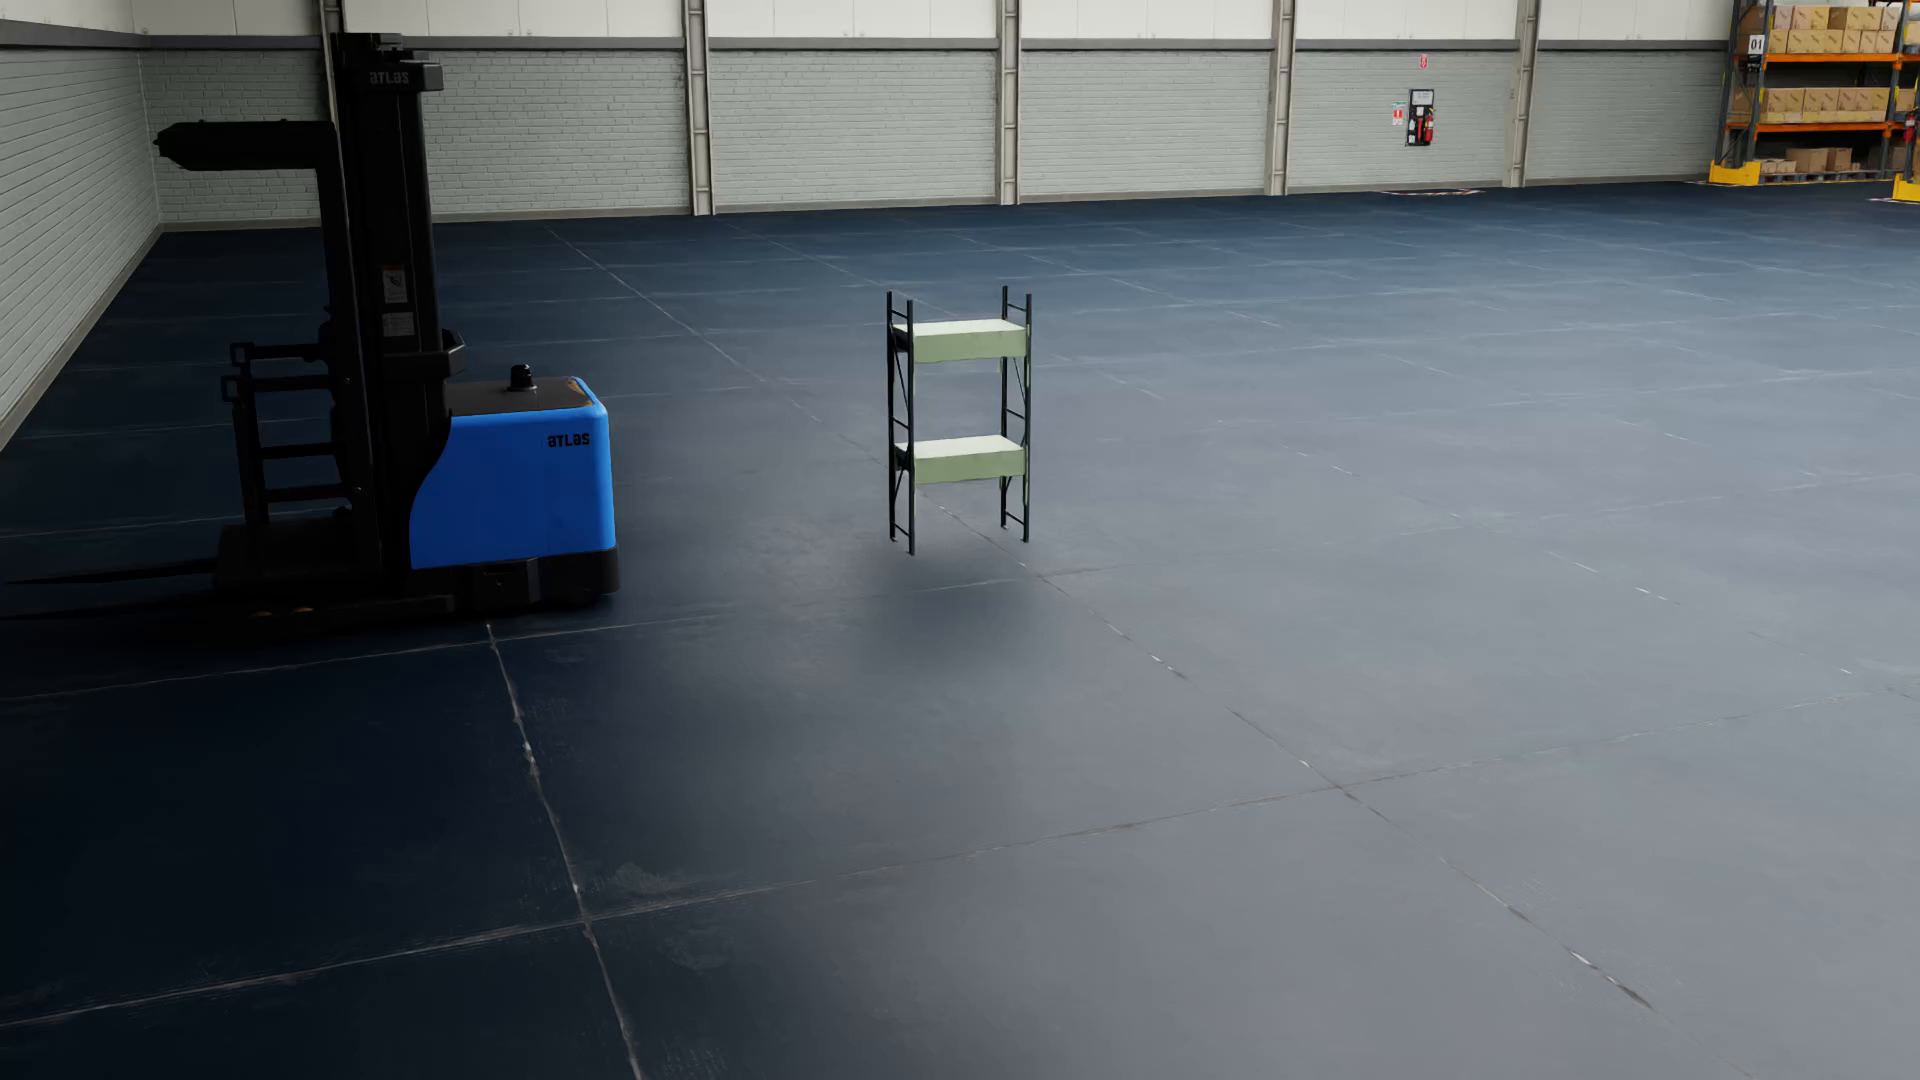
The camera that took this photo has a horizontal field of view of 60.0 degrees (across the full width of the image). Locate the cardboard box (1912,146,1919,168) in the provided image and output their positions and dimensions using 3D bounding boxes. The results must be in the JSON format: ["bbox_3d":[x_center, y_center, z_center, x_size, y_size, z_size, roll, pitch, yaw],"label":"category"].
[{"bbox_3d":[22.266,-9.051,39.253,0.500,0.500,0.700,-7,18,-21],"label":"cardboard box"}]

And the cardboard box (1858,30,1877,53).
[{"bbox_3d":[20.261,-11.229,37.476,0.500,0.500,0.500,-8,18,-25],"label":"cardboard box"}]

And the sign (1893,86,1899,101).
[{"bbox_3d":[21.322,-10.169,37.867,0.005,0.325,0.100,-6,17,-20],"label":"sign"}]

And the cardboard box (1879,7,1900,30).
[{"bbox_3d":[20.750,-11.750,37.477,0.500,0.500,0.500,-8,18,-25],"label":"cardboard box"}]

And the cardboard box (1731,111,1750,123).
[{"bbox_3d":[17.752,-9.528,37.452,0.500,0.250,0.500,-6,17,-19],"label":"cardboard box"}]

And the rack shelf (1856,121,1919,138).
[{"bbox_3d":[22.988,-9.752,39.261,4.000,0.370,1.077,-6,17,-20],"label":"rack shelf"}]

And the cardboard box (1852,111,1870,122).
[{"bbox_3d":[20.318,-9.658,37.893,0.500,0.250,0.500,-6,17,-20],"label":"cardboard box"}]

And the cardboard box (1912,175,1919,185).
[{"bbox_3d":[19.556,-7.204,33.440,0.500,0.250,0.500,-6,17,-20],"label":"cardboard box"}]

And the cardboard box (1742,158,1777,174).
[{"bbox_3d":[18.064,-8.460,37.573,0.500,0.311,0.500,-8,18,-26],"label":"cardboard box"}]

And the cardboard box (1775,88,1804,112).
[{"bbox_3d":[18.404,-9.806,37.068,0.500,0.500,0.500,-6,17,-20],"label":"cardboard box"}]

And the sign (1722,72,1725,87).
[{"bbox_3d":[17.205,-10.348,37.396,0.005,0.325,0.100,-6,17,-20],"label":"sign"}]

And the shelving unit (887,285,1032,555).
[{"bbox_3d":[-0.006,-0.719,9.885,0.755,1.500,0.431,-6,17,-20],"label":"shelving unit"}]

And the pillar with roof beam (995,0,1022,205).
[{"bbox_3d":[2.462,-9.722,27.233,0.400,9.000,9.100,-6,17,-20],"label":"pillar with roof beam"}]

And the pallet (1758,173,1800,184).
[{"bbox_3d":[18.228,-8.235,37.766,1.213,0.211,1.003,-6,17,-20],"label":"pallet"}]

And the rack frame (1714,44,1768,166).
[{"bbox_3d":[17.385,-9.492,37.099,0.127,3.000,1.000,-6,17,-20],"label":"rack frame"}]

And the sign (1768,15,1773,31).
[{"bbox_3d":[17.580,-11.208,36.068,0.005,0.325,0.100,-6,17,-20],"label":"sign"}]

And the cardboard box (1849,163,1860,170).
[{"bbox_3d":[20.632,-8.686,38.599,0.250,0.166,0.380,-9,18,-27],"label":"cardboard box"}]

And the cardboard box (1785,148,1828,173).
[{"bbox_3d":[19.299,-8.669,37.949,0.500,0.500,0.700,-7,18,-24],"label":"cardboard box"}]

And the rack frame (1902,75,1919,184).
[{"bbox_3d":[19.161,-8.190,32.662,0.127,3.000,1.000,-6,17,-20],"label":"rack frame"}]

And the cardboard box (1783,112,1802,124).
[{"bbox_3d":[18.434,-9.452,37.192,0.500,0.250,0.500,-7,18,-22],"label":"cardboard box"}]

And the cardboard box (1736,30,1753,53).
[{"bbox_3d":[17.684,-11.098,37.030,0.500,0.500,0.500,-5,17,-16],"label":"cardboard box"}]

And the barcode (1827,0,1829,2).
[{"bbox_3d":[19.669,-12.219,37.691,0.075,0.075,0.001,-6,17,-20],"label":"barcode"}]

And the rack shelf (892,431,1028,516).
[{"bbox_3d":[-0.006,-0.406,9.976,0.720,0.370,0.431,-6,17,-20],"label":"rack shelf"}]

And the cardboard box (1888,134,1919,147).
[{"bbox_3d":[22.212,-9.391,39.079,0.500,0.250,0.500,-7,18,-21],"label":"cardboard box"}]

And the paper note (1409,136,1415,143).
[{"bbox_3d":[9.615,-8.524,35.366,0.142,0.148,0.016,-6,17,-20],"label":"paper note"}]

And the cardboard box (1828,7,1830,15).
[{"bbox_3d":[19.141,-11.732,37.414,0.500,0.500,0.500,-6,17,-20],"label":"cardboard box"}]

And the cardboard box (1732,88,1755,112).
[{"bbox_3d":[17.749,-9.893,37.364,0.500,0.500,0.500,-6,18,-21],"label":"cardboard box"}]

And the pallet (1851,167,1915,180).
[{"bbox_3d":[21.847,-8.637,39.134,1.213,0.211,1.003,-6,17,-20],"label":"pallet"}]

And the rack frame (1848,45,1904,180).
[{"bbox_3d":[21.120,-9.896,38.473,0.127,3.000,1.000,-6,17,-20],"label":"rack frame"}]

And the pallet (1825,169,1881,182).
[{"bbox_3d":[20.506,-8.481,38.603,1.213,0.211,1.003,-6,17,-20],"label":"pallet"}]

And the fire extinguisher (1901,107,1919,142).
[{"bbox_3d":[18.885,-8.263,33.049,0.183,0.674,0.296,-6,17,-20],"label":"fire extinguisher"}]

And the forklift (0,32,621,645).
[{"bbox_3d":[-3.401,-1.049,8.467,3.031,2.935,1.130,-6,17,-20],"label":"forklift"}]

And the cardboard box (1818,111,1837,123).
[{"bbox_3d":[19.385,-9.552,37.533,0.500,0.250,0.500,-6,17,-20],"label":"cardboard box"}]

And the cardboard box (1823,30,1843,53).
[{"bbox_3d":[19.277,-11.115,37.088,0.500,0.500,0.500,-5,17,-17],"label":"cardboard box"}]

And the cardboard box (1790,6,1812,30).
[{"bbox_3d":[18.318,-11.481,36.561,0.500,0.500,0.500,-6,18,-21],"label":"cardboard box"}]

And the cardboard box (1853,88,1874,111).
[{"bbox_3d":[20.326,-10.012,37.770,0.500,0.500,0.500,-6,17,-20],"label":"cardboard box"}]

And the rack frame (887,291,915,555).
[{"bbox_3d":[-0.348,-0.682,9.759,0.023,1.500,0.400,-6,17,-20],"label":"rack frame"}]

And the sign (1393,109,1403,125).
[{"bbox_3d":[9.252,-8.935,35.138,0.234,0.329,0.001,-6,17,-20],"label":"sign"}]

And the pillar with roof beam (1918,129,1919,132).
[{"bbox_3d":[24.873,-12.141,35.472,0.400,9.000,9.100,-6,17,-20],"label":"pillar with roof beam"}]

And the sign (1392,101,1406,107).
[{"bbox_3d":[9.260,-9.188,35.057,0.331,0.109,0.001,-6,17,-20],"label":"sign"}]

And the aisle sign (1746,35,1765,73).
[{"bbox_3d":[17.425,-10.654,36.440,0.004,0.787,0.394,-6,17,-20],"label":"aisle sign"}]

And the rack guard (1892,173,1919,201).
[{"bbox_3d":[19.139,-6.988,33.006,0.348,0.500,1.175,-6,17,-20],"label":"rack guard"}]

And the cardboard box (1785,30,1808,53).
[{"bbox_3d":[18.301,-11.002,36.703,0.500,0.500,0.500,-5,17,-16],"label":"cardboard box"}]

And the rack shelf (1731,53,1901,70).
[{"bbox_3d":[19.253,-10.788,37.465,4.000,0.370,1.077,-6,17,-20],"label":"rack shelf"}]

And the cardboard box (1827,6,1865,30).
[{"bbox_3d":[19.758,-11.637,37.091,0.500,0.500,0.500,-7,18,-22],"label":"cardboard box"}]

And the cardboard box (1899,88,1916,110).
[{"bbox_3d":[22.132,-10.252,38.726,0.500,0.500,0.700,-4,17,-14],"label":"cardboard box"}]

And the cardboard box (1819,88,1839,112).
[{"bbox_3d":[19.366,-9.912,37.427,0.500,0.500,0.500,-6,17,-18],"label":"cardboard box"}]

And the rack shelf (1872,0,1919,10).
[{"bbox_3d":[22.988,-12.439,38.472,4.000,0.370,1.077,-6,17,-20],"label":"rack shelf"}]

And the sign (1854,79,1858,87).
[{"bbox_3d":[20.919,-10.597,38.806,0.005,0.325,0.100,-6,17,-20],"label":"sign"}]

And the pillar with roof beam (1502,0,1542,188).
[{"bbox_3d":[13.667,-10.932,31.352,0.400,9.000,9.100,-6,17,-20],"label":"pillar with roof beam"}]
